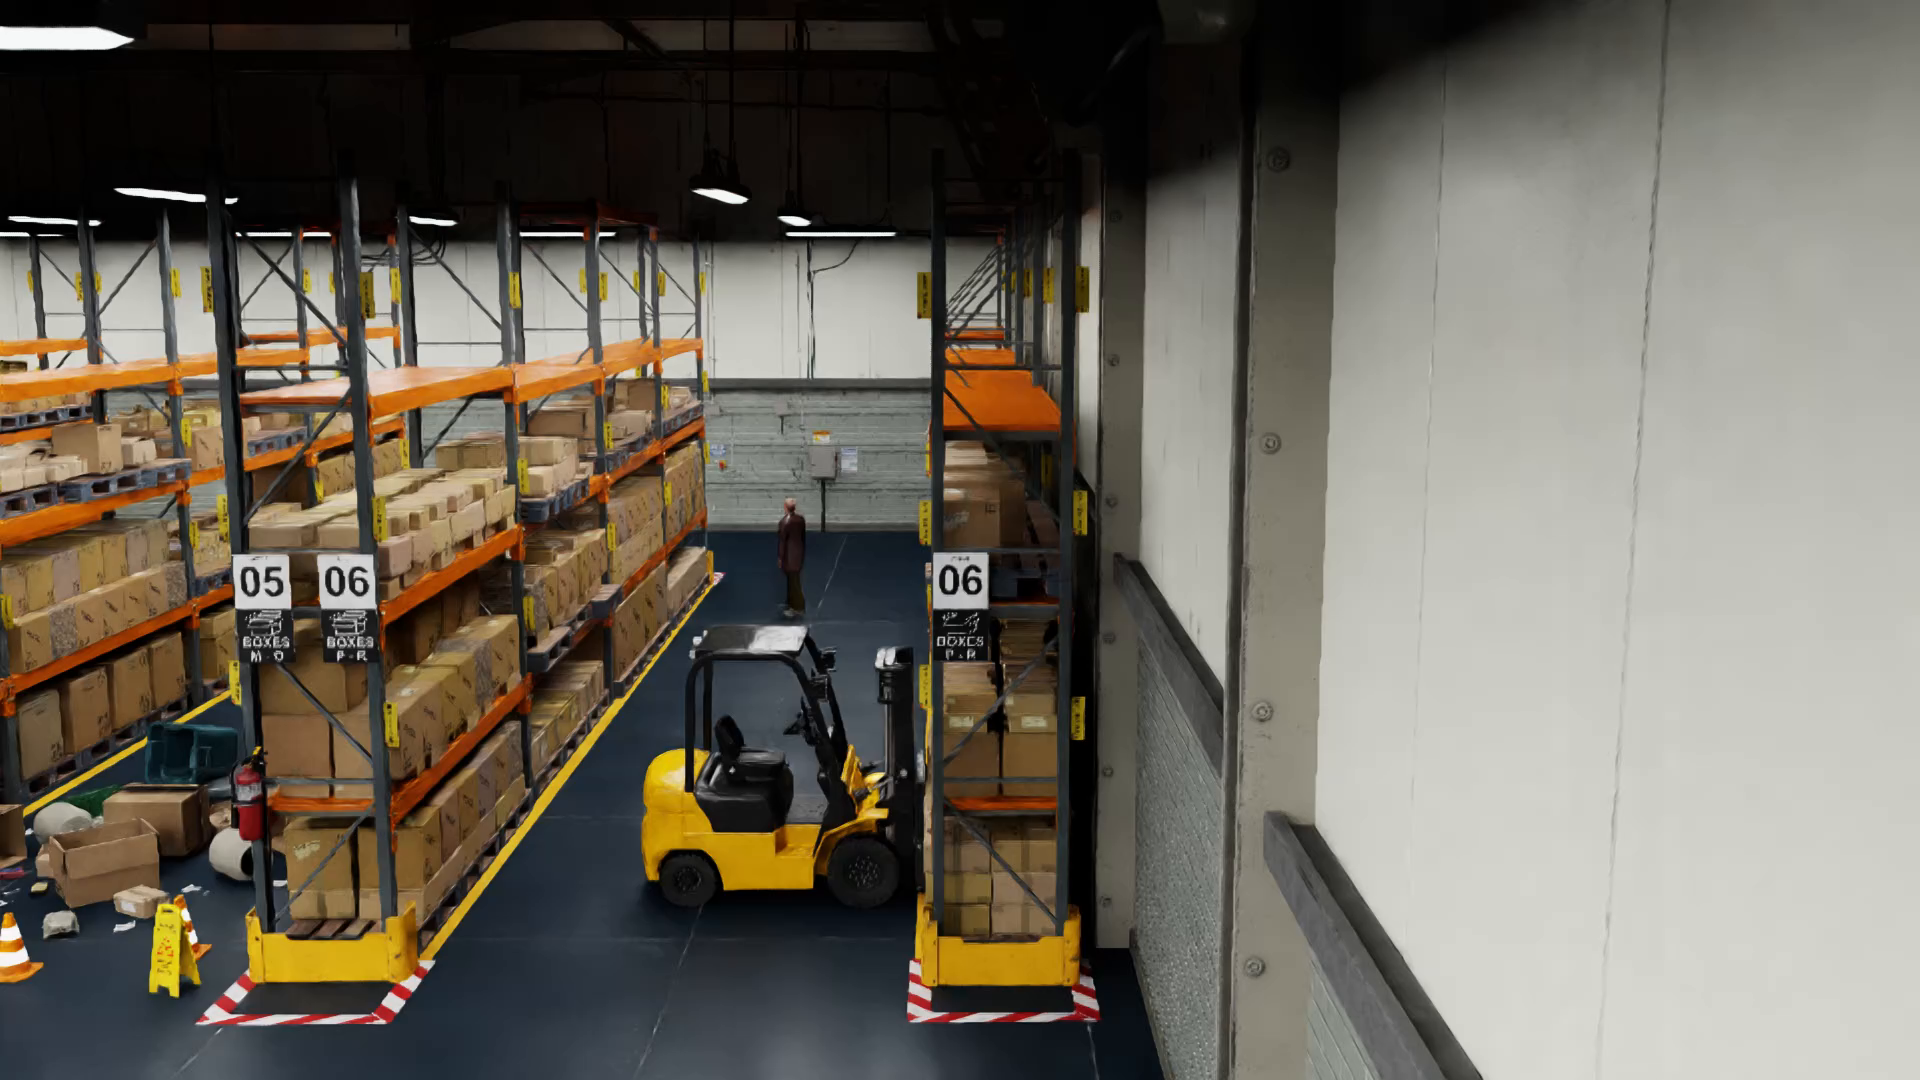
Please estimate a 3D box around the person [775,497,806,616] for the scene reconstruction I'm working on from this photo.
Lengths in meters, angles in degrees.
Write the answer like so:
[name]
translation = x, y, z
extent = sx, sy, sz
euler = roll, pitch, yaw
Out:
[person]
translation = -2.600, 0.228, 25.334
extent = 0.648, 1.773, 0.691
euler = 4, 10, 22
